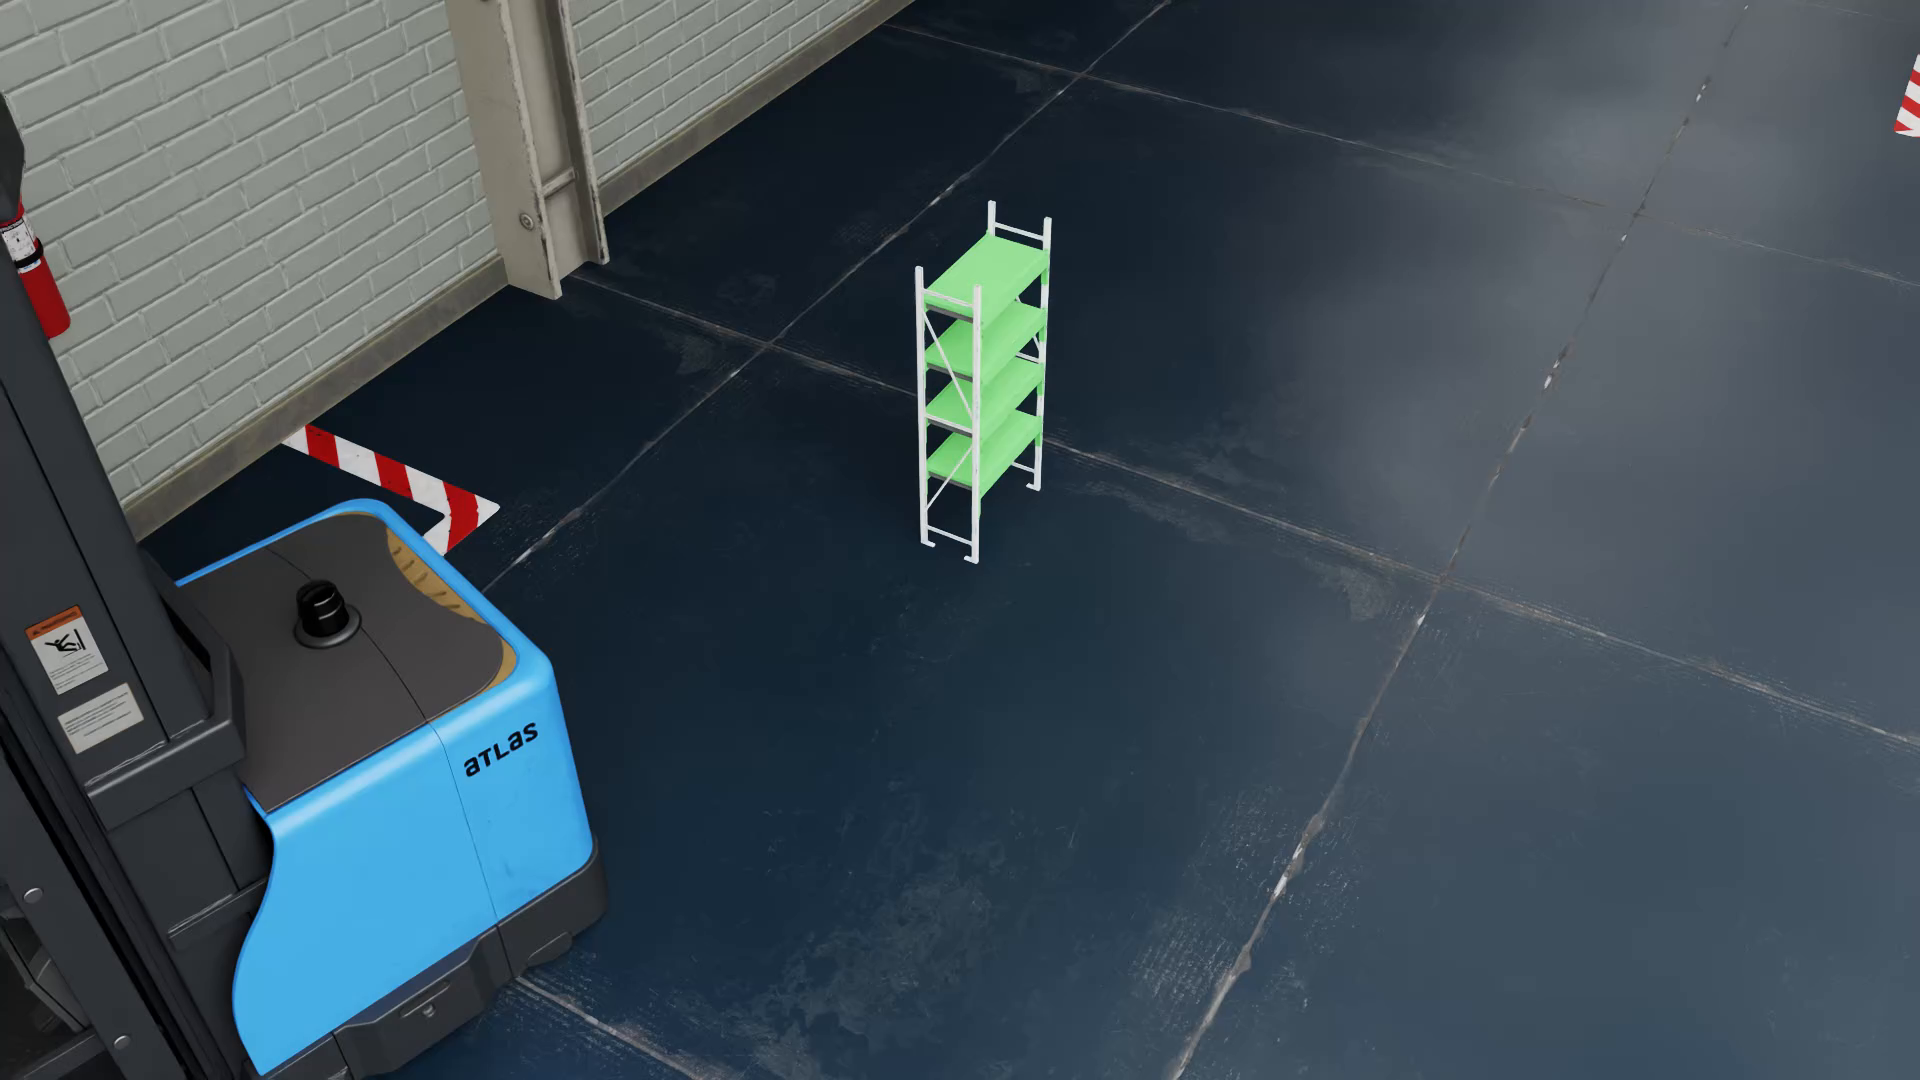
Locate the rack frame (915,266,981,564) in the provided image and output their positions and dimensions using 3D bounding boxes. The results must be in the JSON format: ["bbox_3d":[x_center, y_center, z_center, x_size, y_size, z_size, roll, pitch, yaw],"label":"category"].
[{"bbox_3d":[-0.039,-0.405,5.802,0.240,1.200,0.015,21,45,22],"label":"rack frame"}]

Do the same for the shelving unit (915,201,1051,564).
[{"bbox_3d":[0.083,-0.545,5.961,0.258,1.200,0.503,21,45,22],"label":"shelving unit"}]

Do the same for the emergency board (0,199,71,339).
[{"bbox_3d":[-3.125,-0.966,5.078,0.194,1.169,0.643,21,45,22],"label":"emergency board"}]

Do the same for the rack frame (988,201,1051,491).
[{"bbox_3d":[0.205,-0.685,6.120,0.240,1.200,0.015,21,45,22],"label":"rack frame"}]

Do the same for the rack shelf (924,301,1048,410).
[{"bbox_3d":[0.083,-0.677,5.845,0.258,0.148,0.480,21,45,22],"label":"rack shelf"}]

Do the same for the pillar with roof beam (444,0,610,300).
[{"bbox_3d":[1.872,-3.196,3.070,9.100,9.000,0.400,21,45,22],"label":"pillar with roof beam"}]

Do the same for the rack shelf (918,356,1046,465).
[{"bbox_3d":[0.083,-0.497,6.003,0.258,0.148,0.480,21,45,22],"label":"rack shelf"}]

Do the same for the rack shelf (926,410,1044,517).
[{"bbox_3d":[0.083,-0.317,6.162,0.258,0.148,0.480,21,45,22],"label":"rack shelf"}]

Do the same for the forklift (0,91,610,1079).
[{"bbox_3d":[-2.459,0.457,3.513,3.031,2.935,1.130,-32,50,-31],"label":"forklift"}]

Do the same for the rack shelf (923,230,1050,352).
[{"bbox_3d":[0.083,-0.857,5.686,0.258,0.148,0.480,21,45,22],"label":"rack shelf"}]
